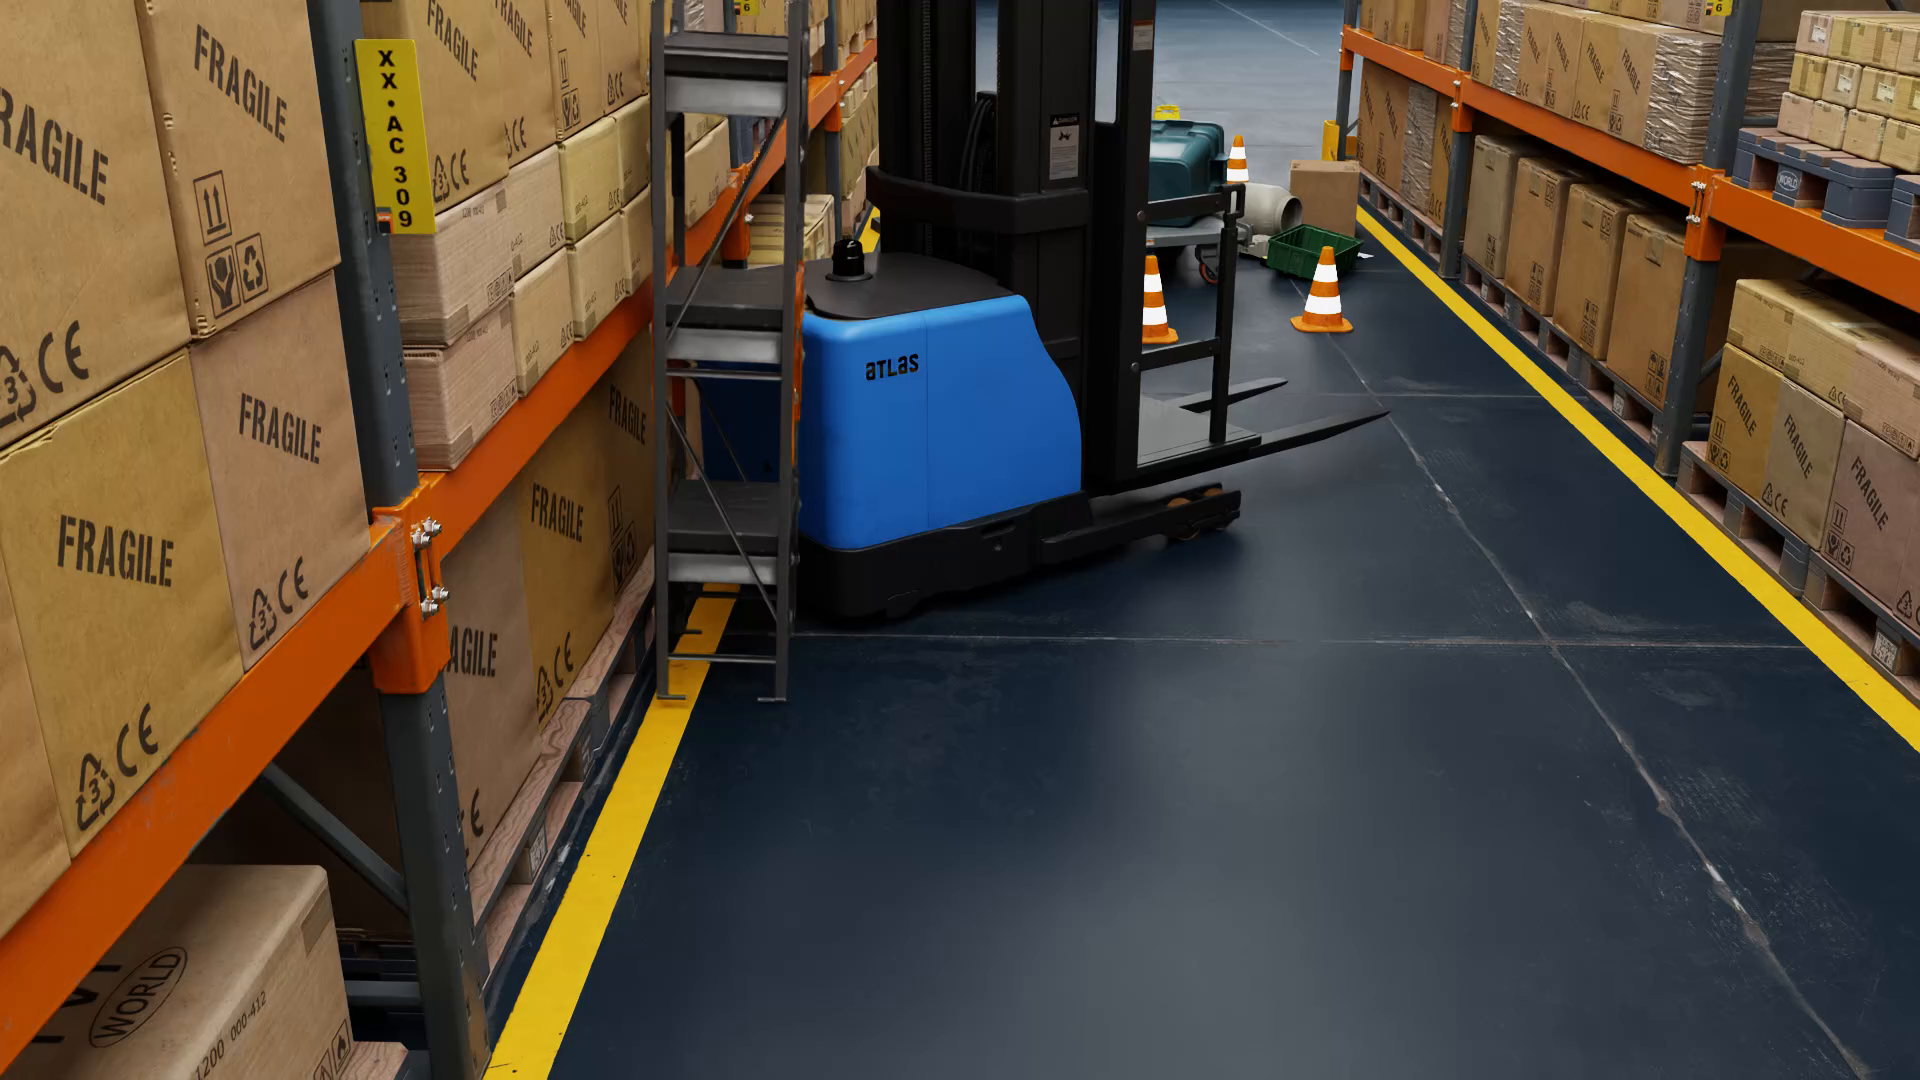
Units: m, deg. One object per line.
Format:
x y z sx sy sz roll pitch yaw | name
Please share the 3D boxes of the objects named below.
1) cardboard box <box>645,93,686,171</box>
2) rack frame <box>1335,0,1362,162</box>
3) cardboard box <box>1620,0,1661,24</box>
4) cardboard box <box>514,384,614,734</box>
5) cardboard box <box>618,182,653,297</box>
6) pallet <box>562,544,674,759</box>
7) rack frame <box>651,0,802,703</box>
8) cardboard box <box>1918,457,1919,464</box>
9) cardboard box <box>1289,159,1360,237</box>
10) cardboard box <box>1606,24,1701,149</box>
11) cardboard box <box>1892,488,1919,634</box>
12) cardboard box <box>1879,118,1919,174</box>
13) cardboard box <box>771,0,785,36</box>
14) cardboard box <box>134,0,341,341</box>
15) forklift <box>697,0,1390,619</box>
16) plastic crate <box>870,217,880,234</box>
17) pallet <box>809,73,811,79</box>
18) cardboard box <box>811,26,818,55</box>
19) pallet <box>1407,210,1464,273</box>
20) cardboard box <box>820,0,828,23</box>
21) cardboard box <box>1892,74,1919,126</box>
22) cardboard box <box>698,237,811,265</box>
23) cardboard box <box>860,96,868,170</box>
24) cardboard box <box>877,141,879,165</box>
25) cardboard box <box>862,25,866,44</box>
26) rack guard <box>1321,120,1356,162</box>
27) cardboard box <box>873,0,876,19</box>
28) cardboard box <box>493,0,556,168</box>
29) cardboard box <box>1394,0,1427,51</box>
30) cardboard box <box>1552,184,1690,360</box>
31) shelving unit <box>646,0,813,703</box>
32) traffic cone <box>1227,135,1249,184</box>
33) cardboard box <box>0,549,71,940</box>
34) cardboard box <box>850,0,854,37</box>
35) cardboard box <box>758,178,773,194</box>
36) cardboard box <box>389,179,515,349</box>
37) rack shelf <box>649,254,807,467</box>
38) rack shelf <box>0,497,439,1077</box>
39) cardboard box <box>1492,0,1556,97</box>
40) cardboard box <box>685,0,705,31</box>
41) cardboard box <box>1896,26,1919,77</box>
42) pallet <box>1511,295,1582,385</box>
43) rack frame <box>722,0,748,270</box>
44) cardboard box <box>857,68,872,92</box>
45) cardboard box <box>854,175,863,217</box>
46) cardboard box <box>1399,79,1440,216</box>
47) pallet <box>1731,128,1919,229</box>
-1.166 -1.314 5.284 0.500 0.250 0.500 0 21 0 | cardboard box
3.796 -4.574 14.170 1.000 3.000 0.127 1 21 2 | rack frame
3.603 -2.725 7.884 0.700 0.500 0.500 0 21 1 | cardboard box
-1.562 -0.010 4.764 0.875 0.875 0.875 1 21 3 | cardboard box
-1.173 -0.892 4.888 0.500 0.250 0.500 0 21 1 | cardboard box
-1.538 0.325 5.399 1.003 0.211 1.213 1 21 2 | pallet
-0.684 -0.475 4.818 0.400 2.100 0.015 2 21 -3 | rack frame
3.231 -0.264 4.901 0.500 0.250 0.500 0 21 -1 | cardboard box
2.695 -2.536 12.370 0.500 0.500 0.500 4 22 11 | cardboard box
3.314 -2.074 7.589 0.500 0.500 0.500 1 21 2 | cardboard box
3.237 0.093 5.017 0.500 0.500 0.500 0 21 0 | cardboard box
3.314 -1.308 5.520 0.380 0.149 0.250 2 21 4 | cardboard box
-1.135 -2.621 8.007 0.500 0.500 0.500 1 21 3 | cardboard box
-1.259 -0.592 2.387 0.500 0.500 0.500 0 21 1 | cardboard box
0.502 -1.502 6.348 3.031 2.935 1.130 -15 26 -34 | forklift
-0.410 -2.343 12.457 0.402 0.080 0.583 -7 22 -17 | plastic crate
-1.446 -2.781 9.815 1.003 0.211 1.213 1 21 2 | pallet
-1.014 -2.846 9.484 0.380 0.149 0.250 0 21 1 | cardboard box
3.775 -2.101 11.653 1.003 0.211 1.213 1 21 2 | pallet
-1.062 -3.357 9.904 0.500 0.500 0.500 0 21 1 | cardboard box
3.319 -1.440 5.449 0.380 0.149 0.250 1 21 2 | cardboard box
-1.328 -1.415 9.081 0.950 0.372 0.625 1 21 3 | cardboard box
-0.967 -3.000 12.299 0.500 0.500 0.500 2 21 4 | cardboard box
-0.912 -3.202 13.854 0.500 0.250 0.500 1 21 1 | cardboard box
-0.922 -3.874 12.713 0.380 0.149 0.250 0 21 1 | cardboard box
3.796 -3.417 14.644 1.175 0.500 0.348 1 21 2 | rack guard
-0.916 -4.397 13.164 0.500 0.500 0.500 1 21 2 | cardboard box
-1.232 -1.106 3.712 0.500 0.500 0.500 1 21 1 | cardboard box
3.717 -3.917 12.269 0.875 0.550 0.500 1 21 2 | cardboard box
3.684 -1.363 8.426 1.050 0.750 0.750 1 21 2 | cardboard box
-0.694 -0.565 5.045 0.431 2.100 0.503 2 21 -3 | shelving unit
2.360 -3.215 14.174 0.336 0.463 0.334 1 21 2 | traffic cone
-1.290 0.239 1.628 0.500 0.500 0.500 0 21 1 | cardboard box
-0.993 -3.668 11.287 0.500 0.500 0.500 1 21 1 | cardboard box
-1.527 -2.626 11.333 0.500 0.500 0.500 0 21 1 | cardboard box
-1.225 -0.572 3.373 0.500 0.250 0.500 0 21 0 | cardboard box
-0.695 -0.552 5.050 0.431 0.518 0.480 2 21 -3 | rack shelf
-1.581 0.806 1.300 1.077 0.370 4.000 1 21 2 | rack shelf
3.374 -2.804 9.471 0.500 0.500 0.500 1 21 2 | cardboard box
-1.160 -1.836 5.595 0.500 0.500 0.500 1 21 3 | cardboard box
3.319 -1.591 5.426 0.380 0.149 0.250 0 21 -1 | cardboard box
3.691 -1.105 9.086 1.003 0.211 1.213 1 21 2 | pallet
-1.399 -1.699 6.761 1.000 3.000 0.127 1 21 2 | rack frame
-0.884 -3.545 12.807 0.380 0.149 0.250 2 21 4 | cardboard box
-0.984 -2.463 11.950 0.500 0.250 0.500 2 21 5 | cardboard box
3.787 -2.885 12.175 0.875 0.875 0.875 1 21 2 | cardboard box
3.637 -1.333 6.083 1.213 0.211 1.003 1 21 2 | pallet
